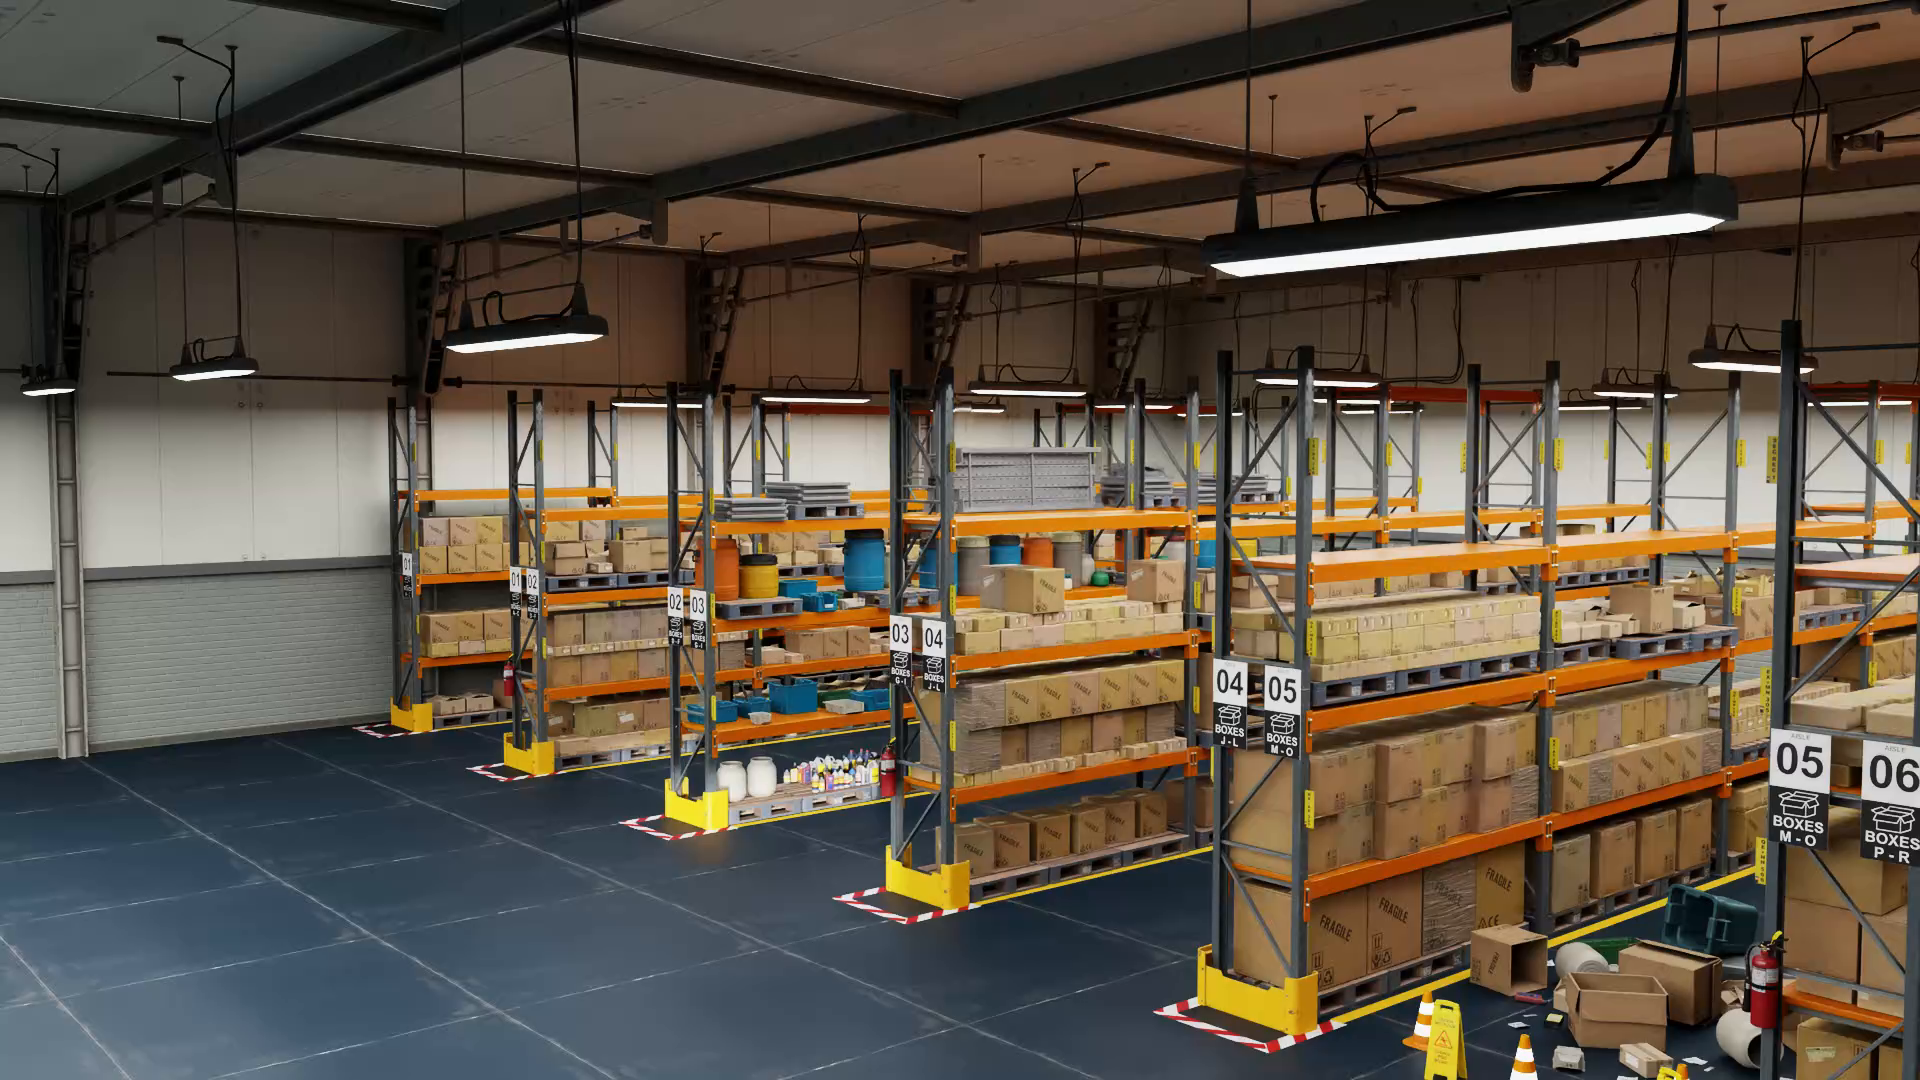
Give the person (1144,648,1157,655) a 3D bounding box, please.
[{"bbox_3d":[3.741,2.386,32.443,0.575,1.648,0.938,3,5,44],"label":"person"}]
